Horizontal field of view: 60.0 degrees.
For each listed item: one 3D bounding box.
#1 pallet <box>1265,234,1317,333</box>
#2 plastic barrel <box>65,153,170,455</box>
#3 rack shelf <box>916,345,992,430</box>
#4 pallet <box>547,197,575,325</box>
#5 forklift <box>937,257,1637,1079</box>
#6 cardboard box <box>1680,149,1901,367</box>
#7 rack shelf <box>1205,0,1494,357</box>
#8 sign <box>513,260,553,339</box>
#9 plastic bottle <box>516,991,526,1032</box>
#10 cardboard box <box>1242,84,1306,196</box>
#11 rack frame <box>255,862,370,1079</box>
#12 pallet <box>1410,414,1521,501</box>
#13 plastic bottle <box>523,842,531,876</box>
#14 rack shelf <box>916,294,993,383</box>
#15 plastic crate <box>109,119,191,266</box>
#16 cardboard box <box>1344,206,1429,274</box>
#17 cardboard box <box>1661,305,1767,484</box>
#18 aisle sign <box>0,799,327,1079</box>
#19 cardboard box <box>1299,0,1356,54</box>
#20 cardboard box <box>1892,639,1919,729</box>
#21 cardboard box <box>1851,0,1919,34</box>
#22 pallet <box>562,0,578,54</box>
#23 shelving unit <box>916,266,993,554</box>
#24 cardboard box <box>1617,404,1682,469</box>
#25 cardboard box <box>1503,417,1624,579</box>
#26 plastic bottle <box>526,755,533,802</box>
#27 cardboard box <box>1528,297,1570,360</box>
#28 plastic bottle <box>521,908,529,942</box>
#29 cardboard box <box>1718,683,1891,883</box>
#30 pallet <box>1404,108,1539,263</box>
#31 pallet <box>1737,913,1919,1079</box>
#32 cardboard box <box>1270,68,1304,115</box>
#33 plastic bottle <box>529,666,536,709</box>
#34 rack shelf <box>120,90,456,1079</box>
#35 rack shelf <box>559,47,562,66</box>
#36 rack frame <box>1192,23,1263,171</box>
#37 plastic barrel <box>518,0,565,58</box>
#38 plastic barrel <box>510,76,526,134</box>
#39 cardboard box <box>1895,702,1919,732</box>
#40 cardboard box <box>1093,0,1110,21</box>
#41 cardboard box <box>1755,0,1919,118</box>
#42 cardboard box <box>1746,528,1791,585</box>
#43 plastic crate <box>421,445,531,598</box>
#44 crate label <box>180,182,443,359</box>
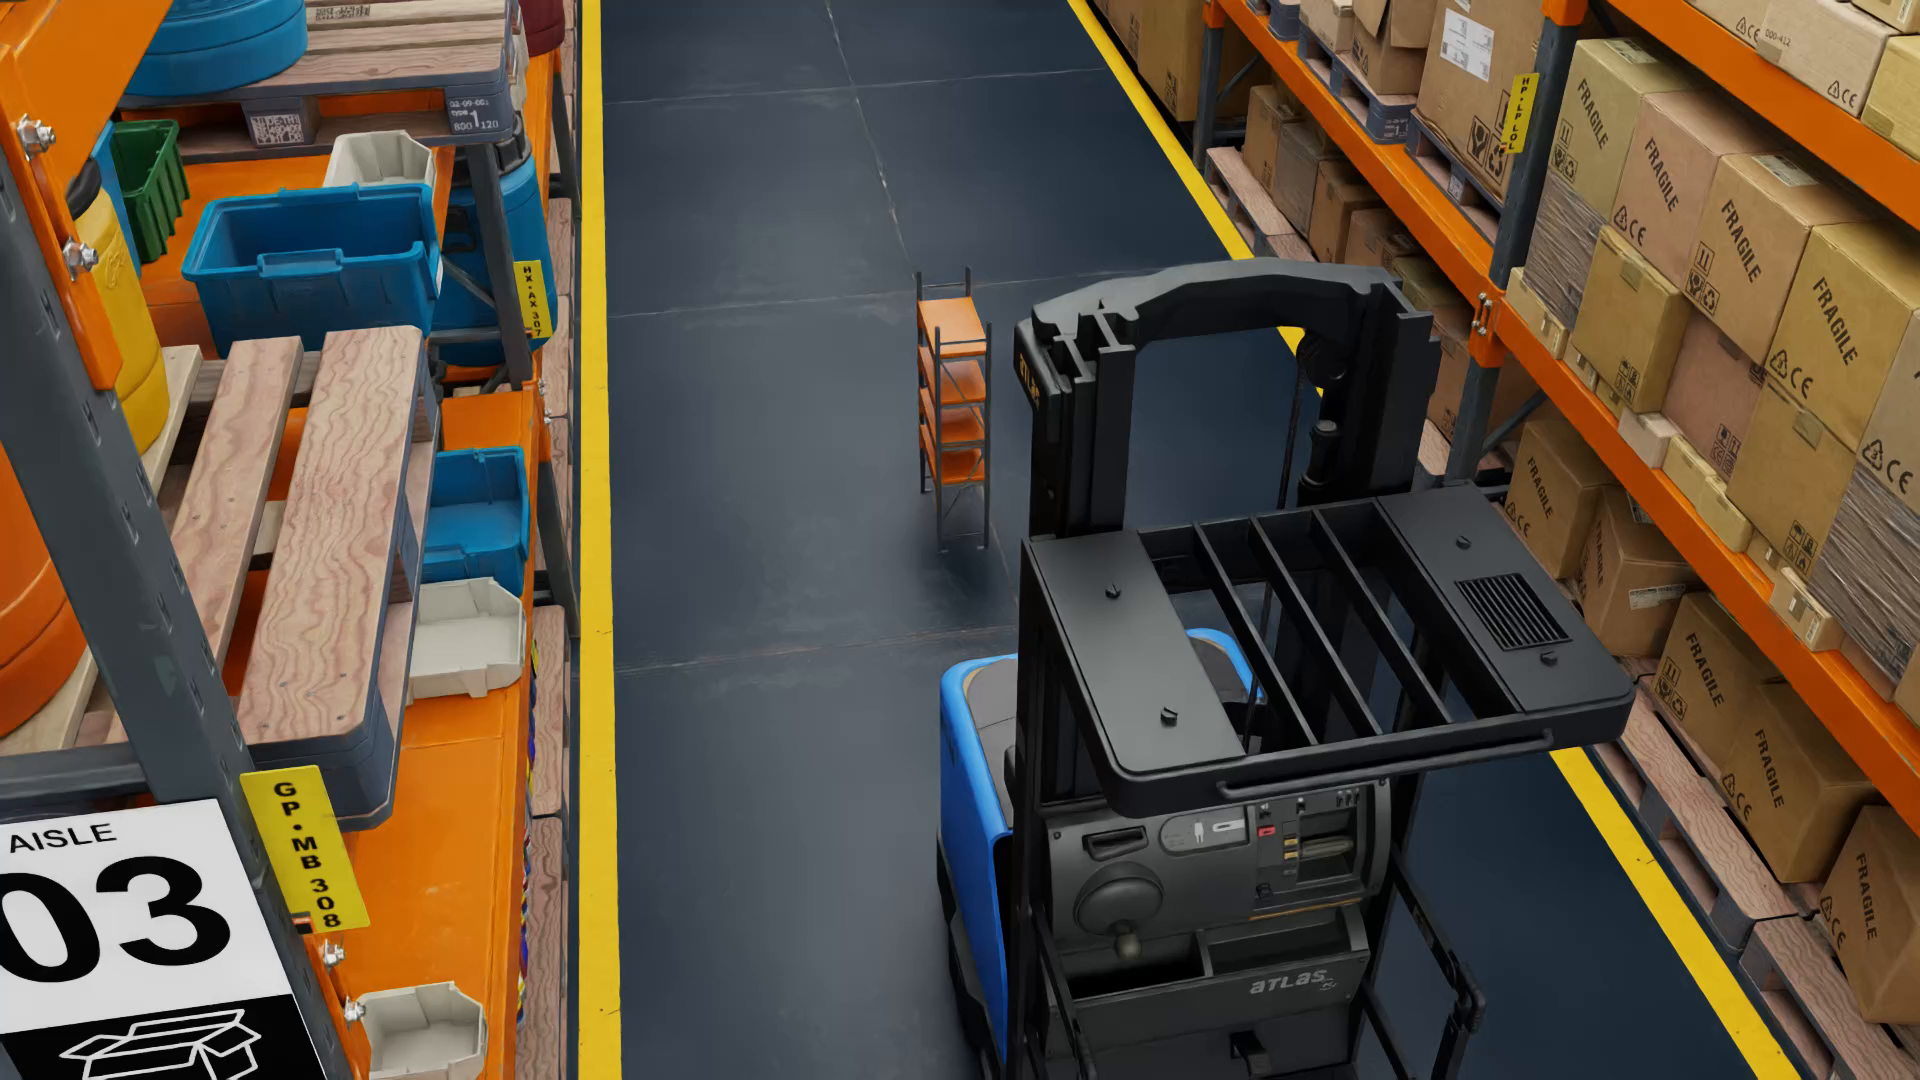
[{"bbox_3d":[2.377,-1.379,9.352,1.003,0.211,1.213,-6,38,-8],"label":"pallet"},{"bbox_3d":[-1.768,-0.422,2.908,0.600,0.588,0.600,0,38,0],"label":"plastic barrel"},{"bbox_3d":[-0.029,-0.697,7.415,0.258,0.148,0.480,-6,38,-8],"label":"rack shelf"},{"bbox_3d":[-2.748,-1.581,9.613,1.003,0.211,1.213,-6,38,-8],"label":"pallet"},{"bbox_3d":[0.730,0.918,4.179,1.130,2.935,3.031,-8,38,-10],"label":"forklift"},{"bbox_3d":[2.737,-0.920,5.350,0.500,0.500,0.500,-6,38,-8],"label":"cardboard box"},{"bbox_3d":[2.381,-2.195,8.717,1.077,0.370,4.000,-6,38,-8],"label":"rack shelf"},{"bbox_3d":[-1.601,-0.900,6.238,0.100,0.325,0.005,-6,38,-8],"label":"sign"},{"bbox_3d":[-1.454,1.453,5.301,0.097,0.271,0.097,0,38,0],"label":"plastic bottle"},{"bbox_3d":[2.168,-2.471,10.165,0.700,0.500,0.500,-8,39,-10],"label":"cardboard box"},{"bbox_3d":[-1.443,1.677,3.146,1.000,3.000,0.127,-6,38,-8],"label":"rack frame"},{"bbox_3d":[2.594,-0.640,8.402,1.003,0.211,1.213,-6,38,-8],"label":"pallet"},{"bbox_3d":[-1.567,1.063,5.802,0.097,0.271,0.097,0,38,0],"label":"plastic bottle"},{"bbox_3d":[-0.029,-0.884,7.270,0.258,0.148,0.480,-6,38,-8],"label":"rack shelf"},{"bbox_3d":[-2.136,-0.857,4.136,0.336,0.188,0.450,-6,38,-8],"label":"plastic crate"},{"bbox_3d":[2.482,-1.459,8.862,0.700,0.500,0.500,-9,39,-12],"label":"cardboard box"},{"bbox_3d":[2.990,-0.553,5.693,0.875,0.500,0.500,-6,38,-8],"label":"cardboard box"},{"bbox_3d":[-1.142,0.663,2.333,0.394,0.787,0.004,-6,38,-8],"label":"aisle sign"},{"bbox_3d":[2.098,-2.757,8.634,0.500,0.250,0.500,-7,38,-9],"label":"cardboard box"},{"bbox_3d":[3.158,0.364,4.513,0.875,0.500,0.500,-6,38,-8],"label":"cardboard box"},{"bbox_3d":[2.751,-1.541,4.641,0.380,0.149,0.250,-7,38,-9],"label":"cardboard box"},{"bbox_3d":[-3.452,-3.999,12.725,1.003,0.211,1.213,-6,38,-8],"label":"pallet"},{"bbox_3d":[-0.029,-0.574,7.511,0.258,1.200,0.503,-6,38,-8],"label":"shelving unit"},{"bbox_3d":[2.632,-0.404,6.030,0.380,0.149,0.250,-6,38,-8],"label":"cardboard box"},{"bbox_3d":[2.763,-0.204,7.263,0.500,0.500,0.500,-7,38,-9],"label":"cardboard box"},{"bbox_3d":[-1.657,0.803,6.072,0.144,0.351,0.185,-6,38,-8],"label":"plastic bottle"},{"bbox_3d":[2.505,-0.857,6.614,0.380,0.149,0.250,-6,38,-8],"label":"cardboard box"},{"bbox_3d":[-1.514,1.246,5.567,0.097,0.271,0.097,0,38,0],"label":"plastic bottle"},{"bbox_3d":[3.111,0.849,5.907,0.500,0.500,0.500,-3,38,-4],"label":"cardboard box"},{"bbox_3d":[2.741,-1.673,7.615,1.003,0.211,1.213,-6,38,-8],"label":"pallet"},{"bbox_3d":[3.312,1.706,5.383,1.003,0.211,1.213,-6,38,-8],"label":"pallet"},{"bbox_3d":[2.178,-2.769,9.936,0.500,0.250,0.500,-5,38,-6],"label":"cardboard box"},{"bbox_3d":[-1.748,0.492,6.473,0.144,0.351,0.185,-7,38,-9],"label":"plastic bottle"},{"bbox_3d":[-1.794,-0.431,4.001,1.077,0.370,4.000,-6,38,-8],"label":"rack shelf"},{"bbox_3d":[-3.196,-4.078,11.141,1.077,0.370,4.000,-6,38,-8],"label":"rack shelf"},{"bbox_3d":[2.031,-3.687,10.051,1.000,3.000,0.127,-6,38,-8],"label":"rack frame"},{"bbox_3d":[-2.466,-2.961,9.005,0.600,0.536,0.708,-6,38,-8],"label":"plastic barrel"},{"bbox_3d":[-2.300,-2.098,7.895,0.433,0.535,0.433,0,38,0],"label":"plastic barrel"},{"bbox_3d":[3.011,0.489,4.880,0.380,0.149,0.250,-6,38,-8],"label":"cardboard box"},{"bbox_3d":[1.619,-4.506,12.495,1.225,0.875,0.875,-7,38,-10],"label":"cardboard box"},{"bbox_3d":[2.733,-1.477,4.883,0.500,0.250,0.500,-8,38,-10],"label":"cardboard box"},{"bbox_3d":[2.838,0.041,5.457,0.380,0.149,0.250,-6,38,-8],"label":"cardboard box"},{"bbox_3d":[-1.683,-0.041,5.478,0.499,0.251,0.616,-6,38,-8],"label":"plastic crate"},{"bbox_3d":[-1.446,-0.614,3.772,0.502,0.251,0.408,-6,38,-8],"label":"crate label"}]
